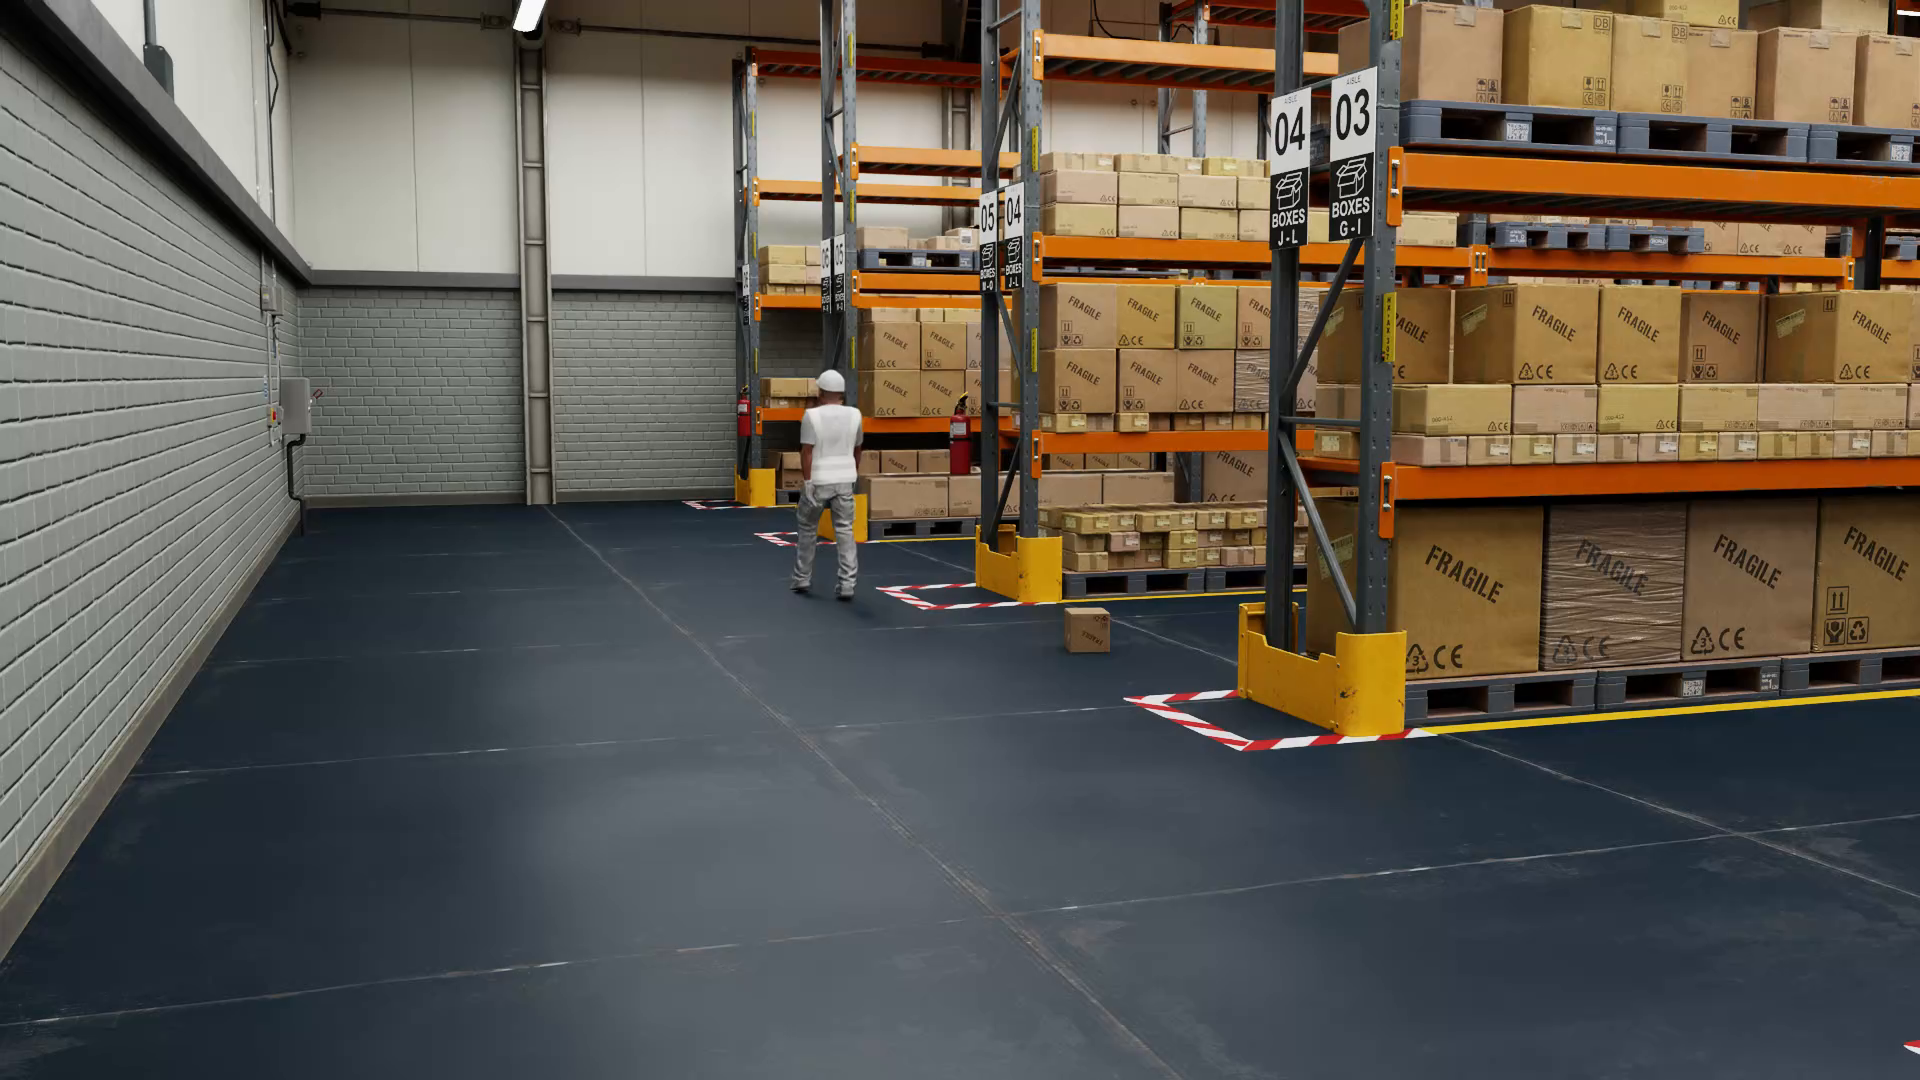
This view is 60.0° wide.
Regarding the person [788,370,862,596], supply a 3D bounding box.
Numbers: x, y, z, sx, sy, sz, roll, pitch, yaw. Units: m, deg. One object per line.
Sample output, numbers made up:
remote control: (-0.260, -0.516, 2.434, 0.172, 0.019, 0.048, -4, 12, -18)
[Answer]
person: (-1.061, -0.452, 13.158, 0.549, 1.784, 0.828, -2, 6, -23)
